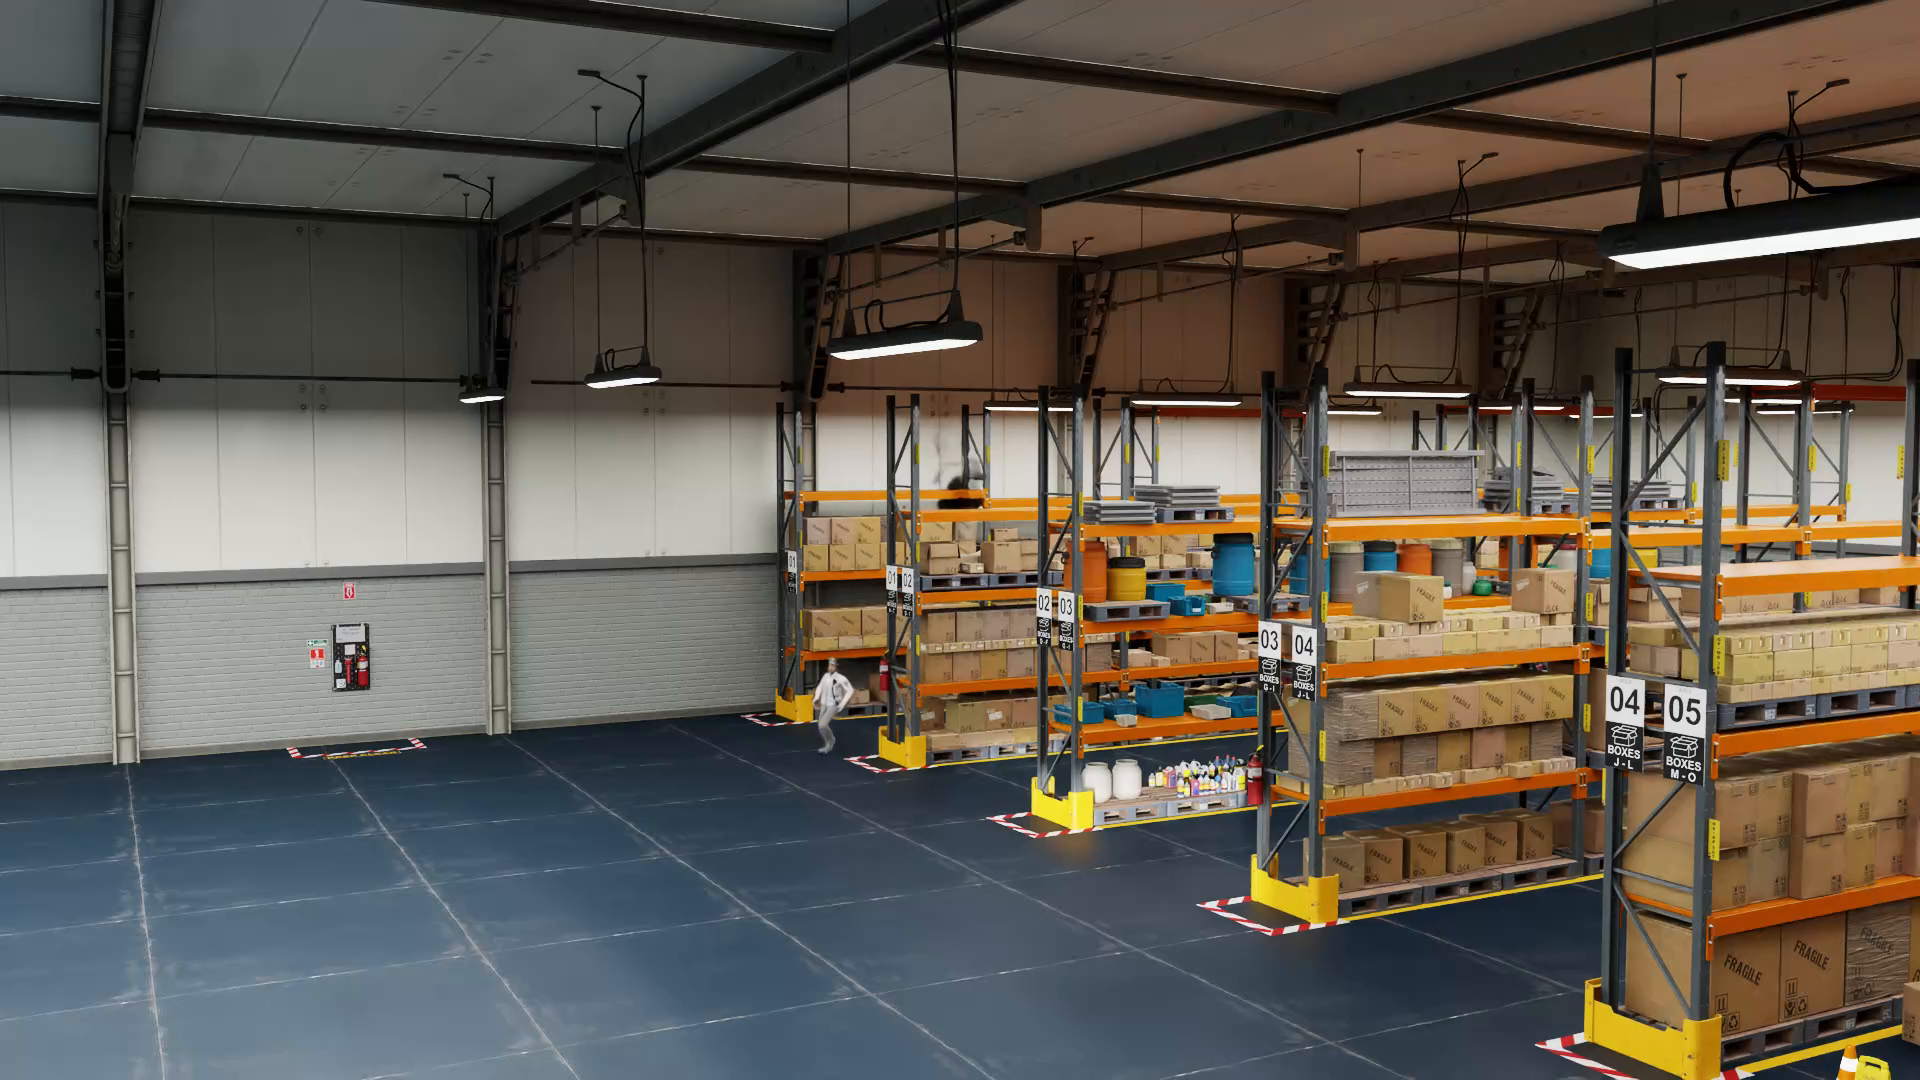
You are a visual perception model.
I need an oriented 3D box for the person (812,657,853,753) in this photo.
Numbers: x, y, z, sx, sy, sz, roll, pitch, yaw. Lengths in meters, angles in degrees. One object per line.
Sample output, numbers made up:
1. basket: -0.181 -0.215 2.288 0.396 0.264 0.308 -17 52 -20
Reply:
1. person: -2.168 2.767 27.772 0.679 1.634 0.548 3 4 40
